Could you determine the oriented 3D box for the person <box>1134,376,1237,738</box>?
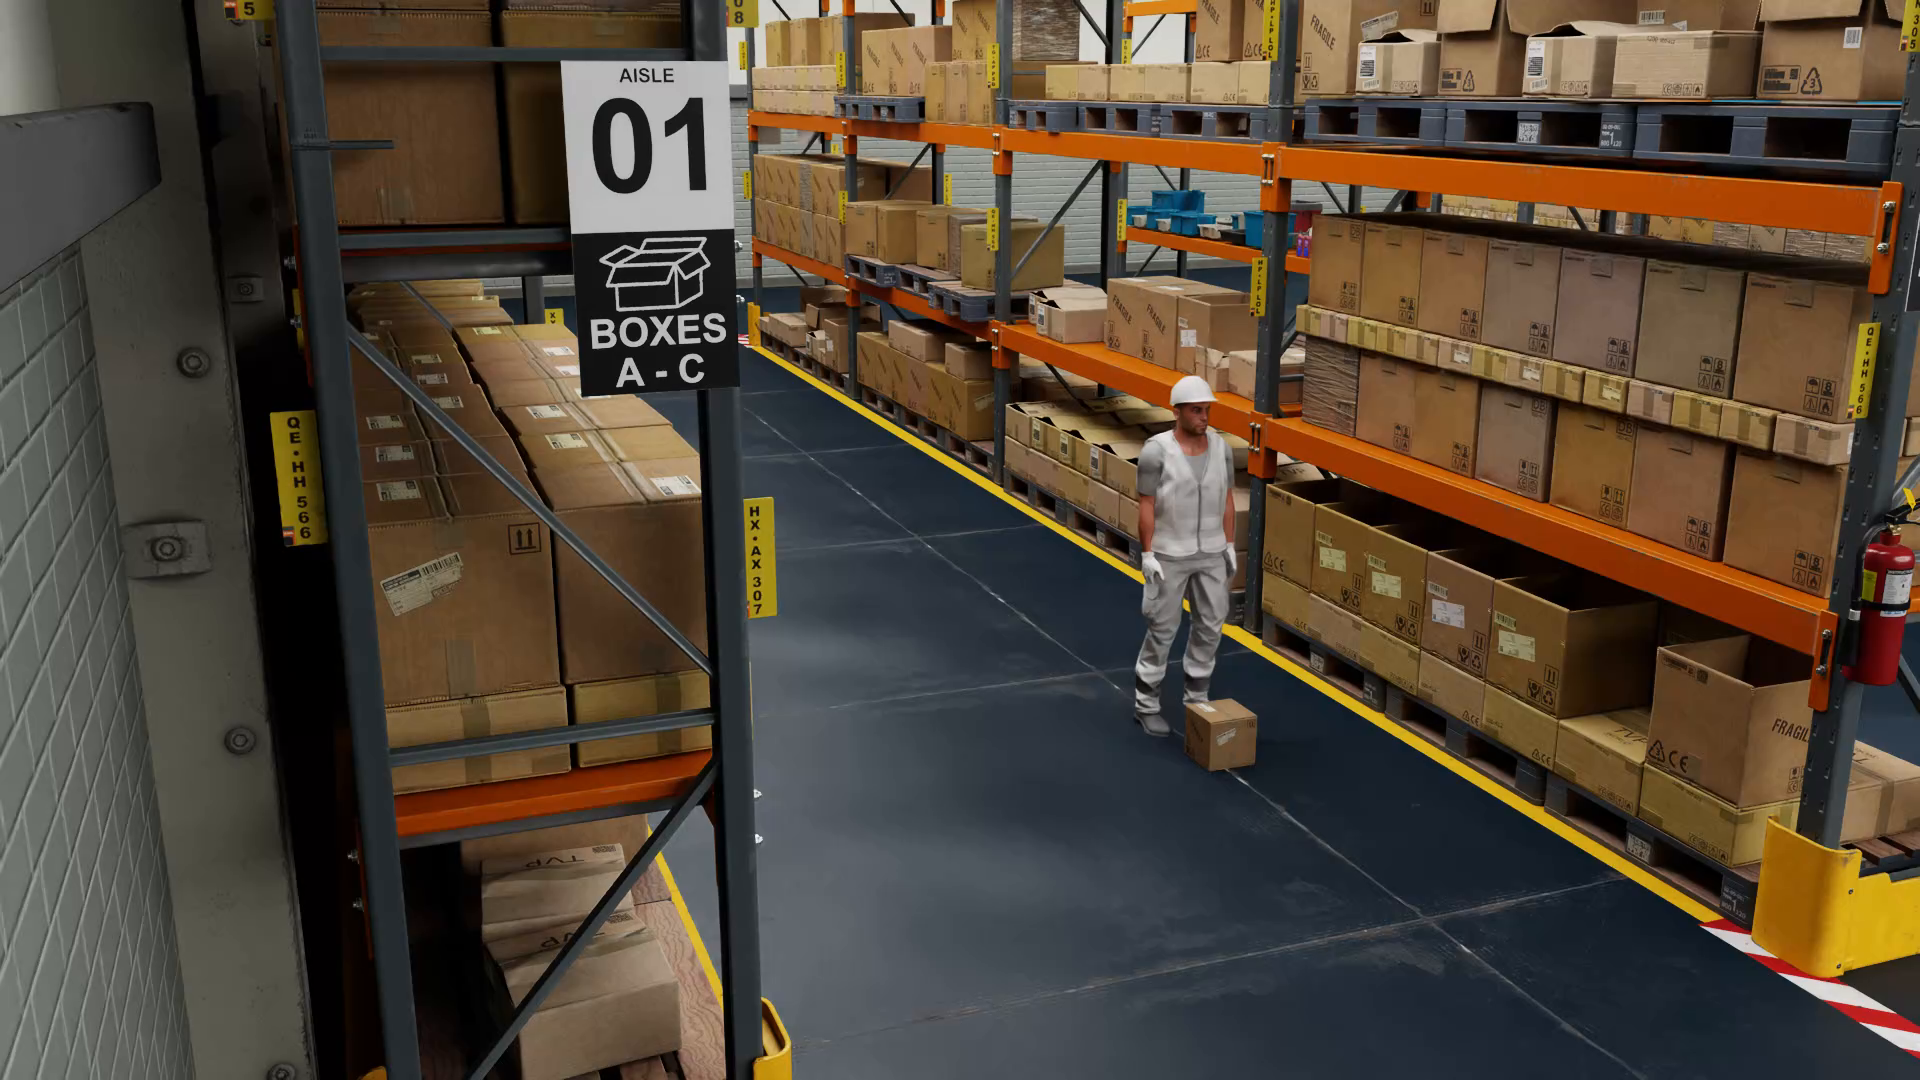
[{"bbox_3d":[1.125,0.084,8.210,0.524,1.799,0.350,-5,16,-19],"label":"person"}]
